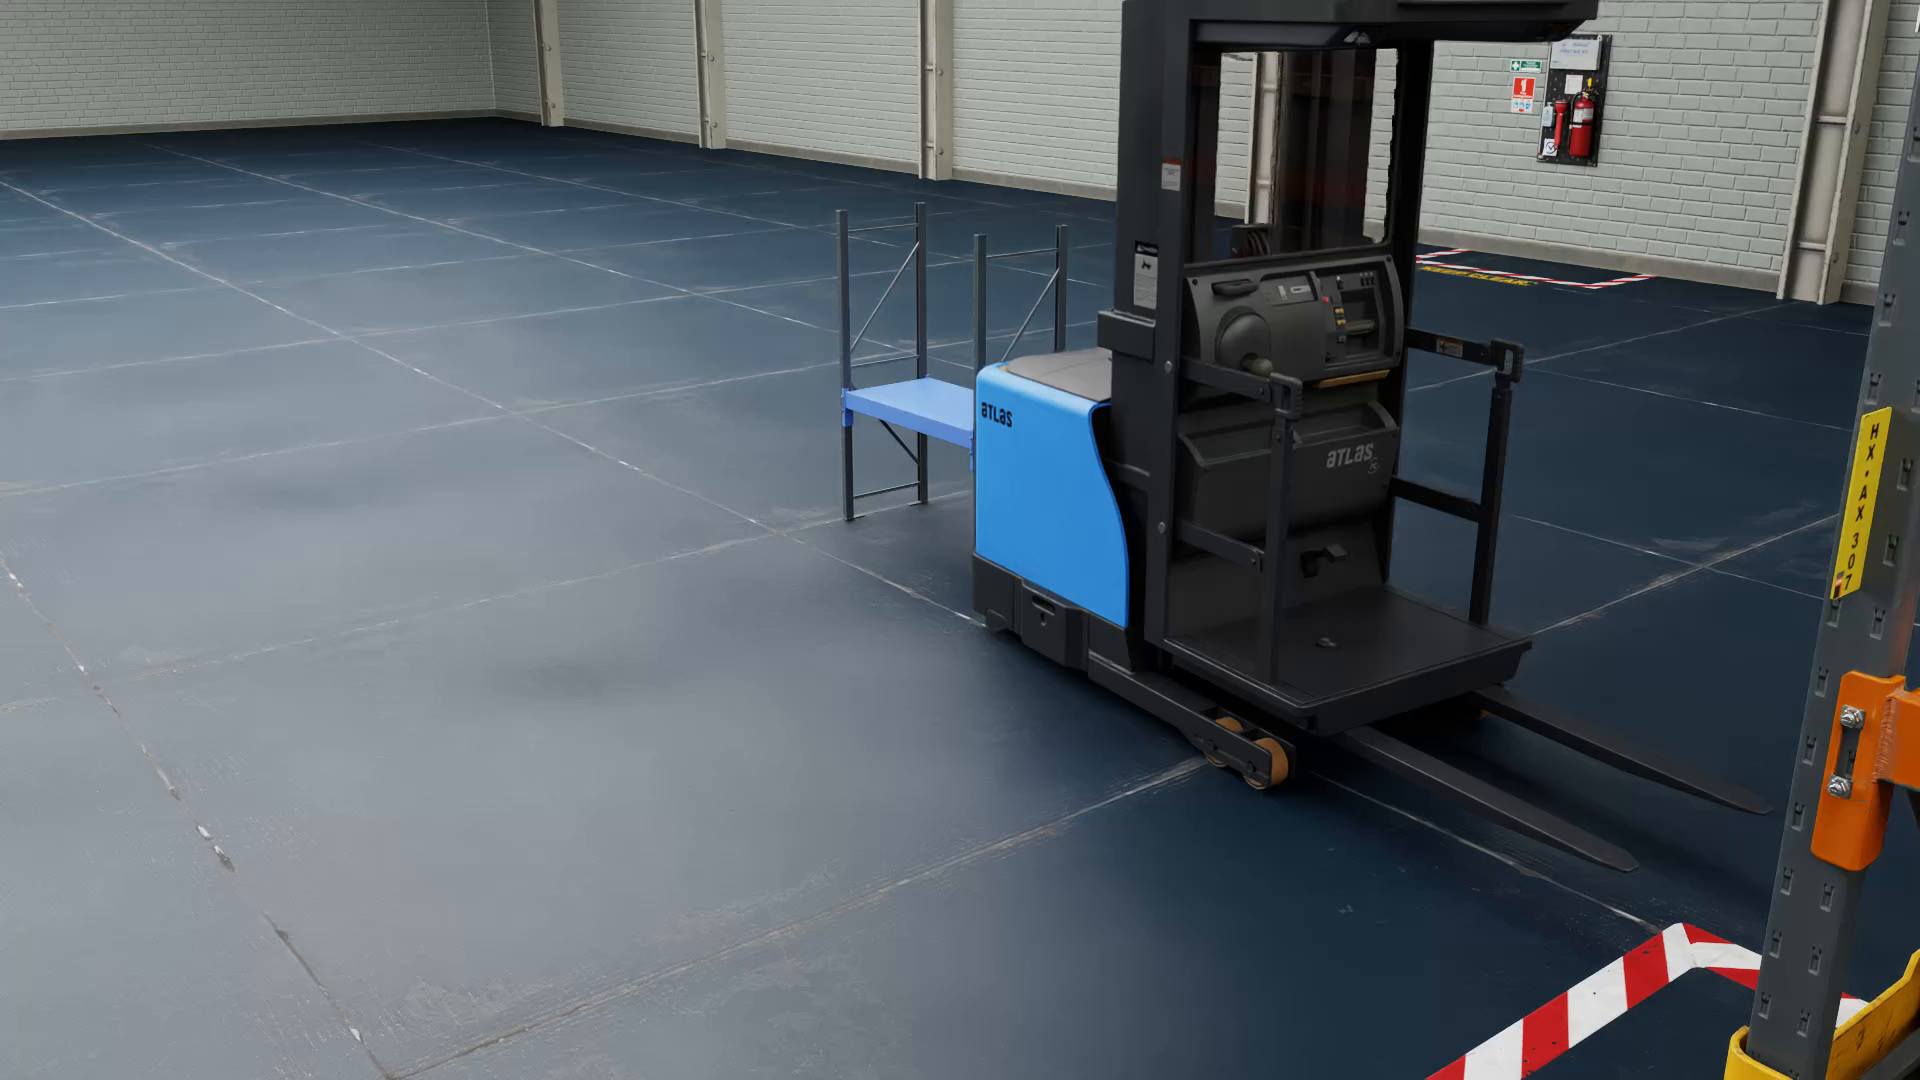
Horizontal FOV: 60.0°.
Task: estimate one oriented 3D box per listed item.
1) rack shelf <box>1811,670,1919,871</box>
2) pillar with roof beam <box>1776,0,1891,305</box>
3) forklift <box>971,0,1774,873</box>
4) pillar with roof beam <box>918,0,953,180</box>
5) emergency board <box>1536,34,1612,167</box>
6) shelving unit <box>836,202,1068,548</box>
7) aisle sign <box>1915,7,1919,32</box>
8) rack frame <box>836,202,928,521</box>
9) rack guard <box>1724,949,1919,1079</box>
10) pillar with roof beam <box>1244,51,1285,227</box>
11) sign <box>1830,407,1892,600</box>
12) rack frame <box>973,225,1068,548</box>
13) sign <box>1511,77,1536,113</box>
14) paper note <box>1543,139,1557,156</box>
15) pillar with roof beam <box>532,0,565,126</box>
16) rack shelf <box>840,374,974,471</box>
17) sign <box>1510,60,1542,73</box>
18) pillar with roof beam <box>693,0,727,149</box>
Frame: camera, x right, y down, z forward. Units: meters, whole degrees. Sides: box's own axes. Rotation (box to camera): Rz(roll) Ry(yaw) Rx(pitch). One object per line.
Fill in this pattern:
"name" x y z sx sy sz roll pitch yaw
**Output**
"rack shelf" 3.211 0.799 1.823 1.077 0.370 4.000 -14 23 -36
"pillar with roof beam" 3.748 -5.452 10.011 9.100 9.000 0.400 -14 23 -36
"forklift" 1.261 -0.747 5.457 1.130 2.935 3.031 -11 21 -31
"pillar with roof beam" -3.703 -8.409 18.941 9.100 9.000 0.400 -14 23 -36
"emergency board" 5.618 -4.060 15.353 0.194 1.169 0.643 -14 23 -36
"shelving unit" -0.053 -0.733 7.690 0.538 1.500 1.048 -14 23 -36
"aisle sign" 1.695 -1.230 2.671 0.394 0.787 0.004 -14 23 -36
"rack frame" -0.369 -0.858 8.068 0.500 1.500 0.032 -14 23 -36
"rack guard" 2.053 1.160 3.563 1.175 0.500 0.348 -14 23 -36
"pillar with roof beam" 0.023 -6.930 14.476 9.100 9.000 0.400 -14 23 -36
"sign" 1.535 -0.061 2.834 0.100 0.325 0.005 -14 23 -36
"rack frame" 0.263 -0.608 7.312 0.500 1.500 0.032 -14 23 -36
"sign" 5.356 -4.234 15.820 0.001 0.329 0.234 -14 23 -36
"paper note" 5.562 -3.699 15.664 0.016 0.148 0.142 -14 23 -36
"pillar with roof beam" -11.153 -11.366 27.871 9.100 9.000 0.400 -14 23 -36
"rack shelf" -0.053 -0.562 7.747 0.538 0.185 1.000 -14 23 -36
"sign" 5.352 -4.483 15.728 0.001 0.109 0.331 -14 23 -36
"pillar with roof beam" -7.428 -9.887 23.406 9.100 9.000 0.400 -14 23 -36
